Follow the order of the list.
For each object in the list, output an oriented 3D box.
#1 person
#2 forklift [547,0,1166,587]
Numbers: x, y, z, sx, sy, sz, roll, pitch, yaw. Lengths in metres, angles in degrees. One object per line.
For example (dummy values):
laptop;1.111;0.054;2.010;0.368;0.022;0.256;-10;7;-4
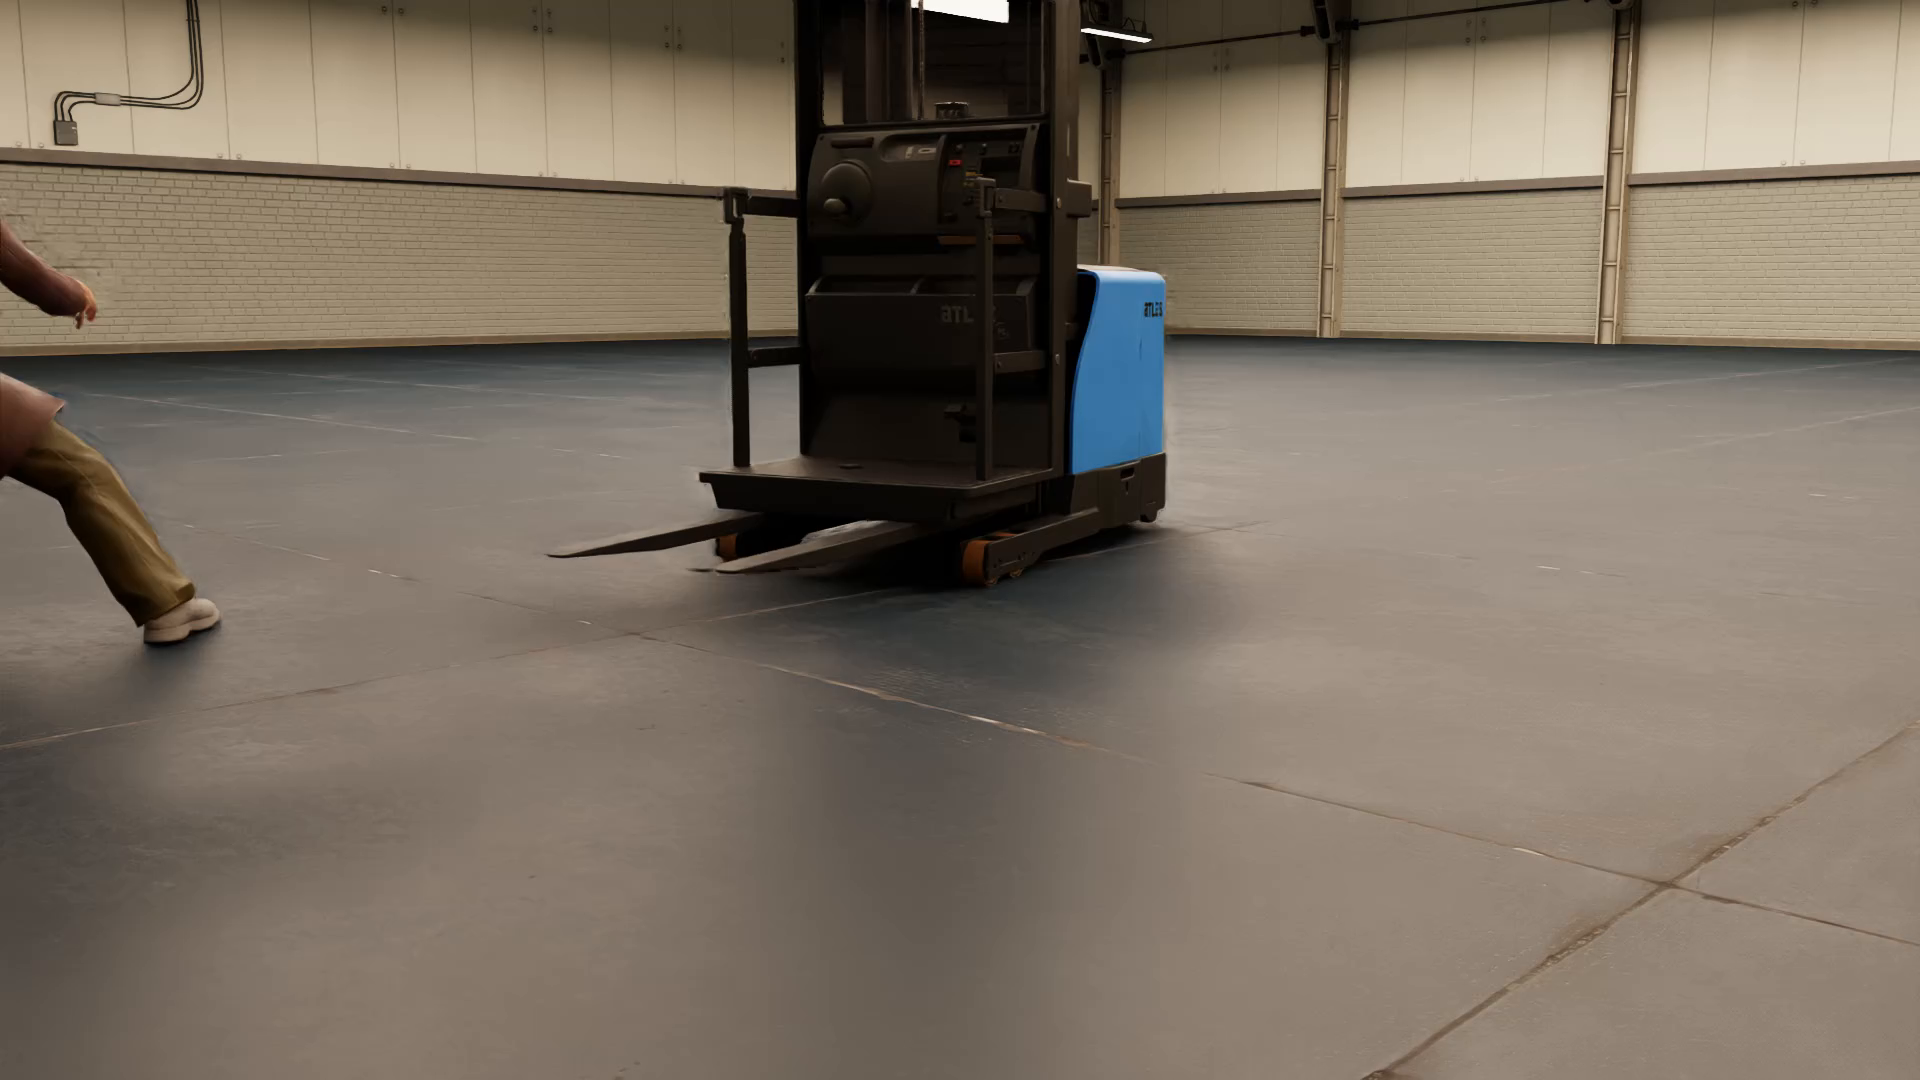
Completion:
person;-2.900;-0.493;4.775;1.363;1.551;0.782;3;9;21
forklift;-0.239;-1.363;5.925;1.130;2.935;3.031;4;10;27
